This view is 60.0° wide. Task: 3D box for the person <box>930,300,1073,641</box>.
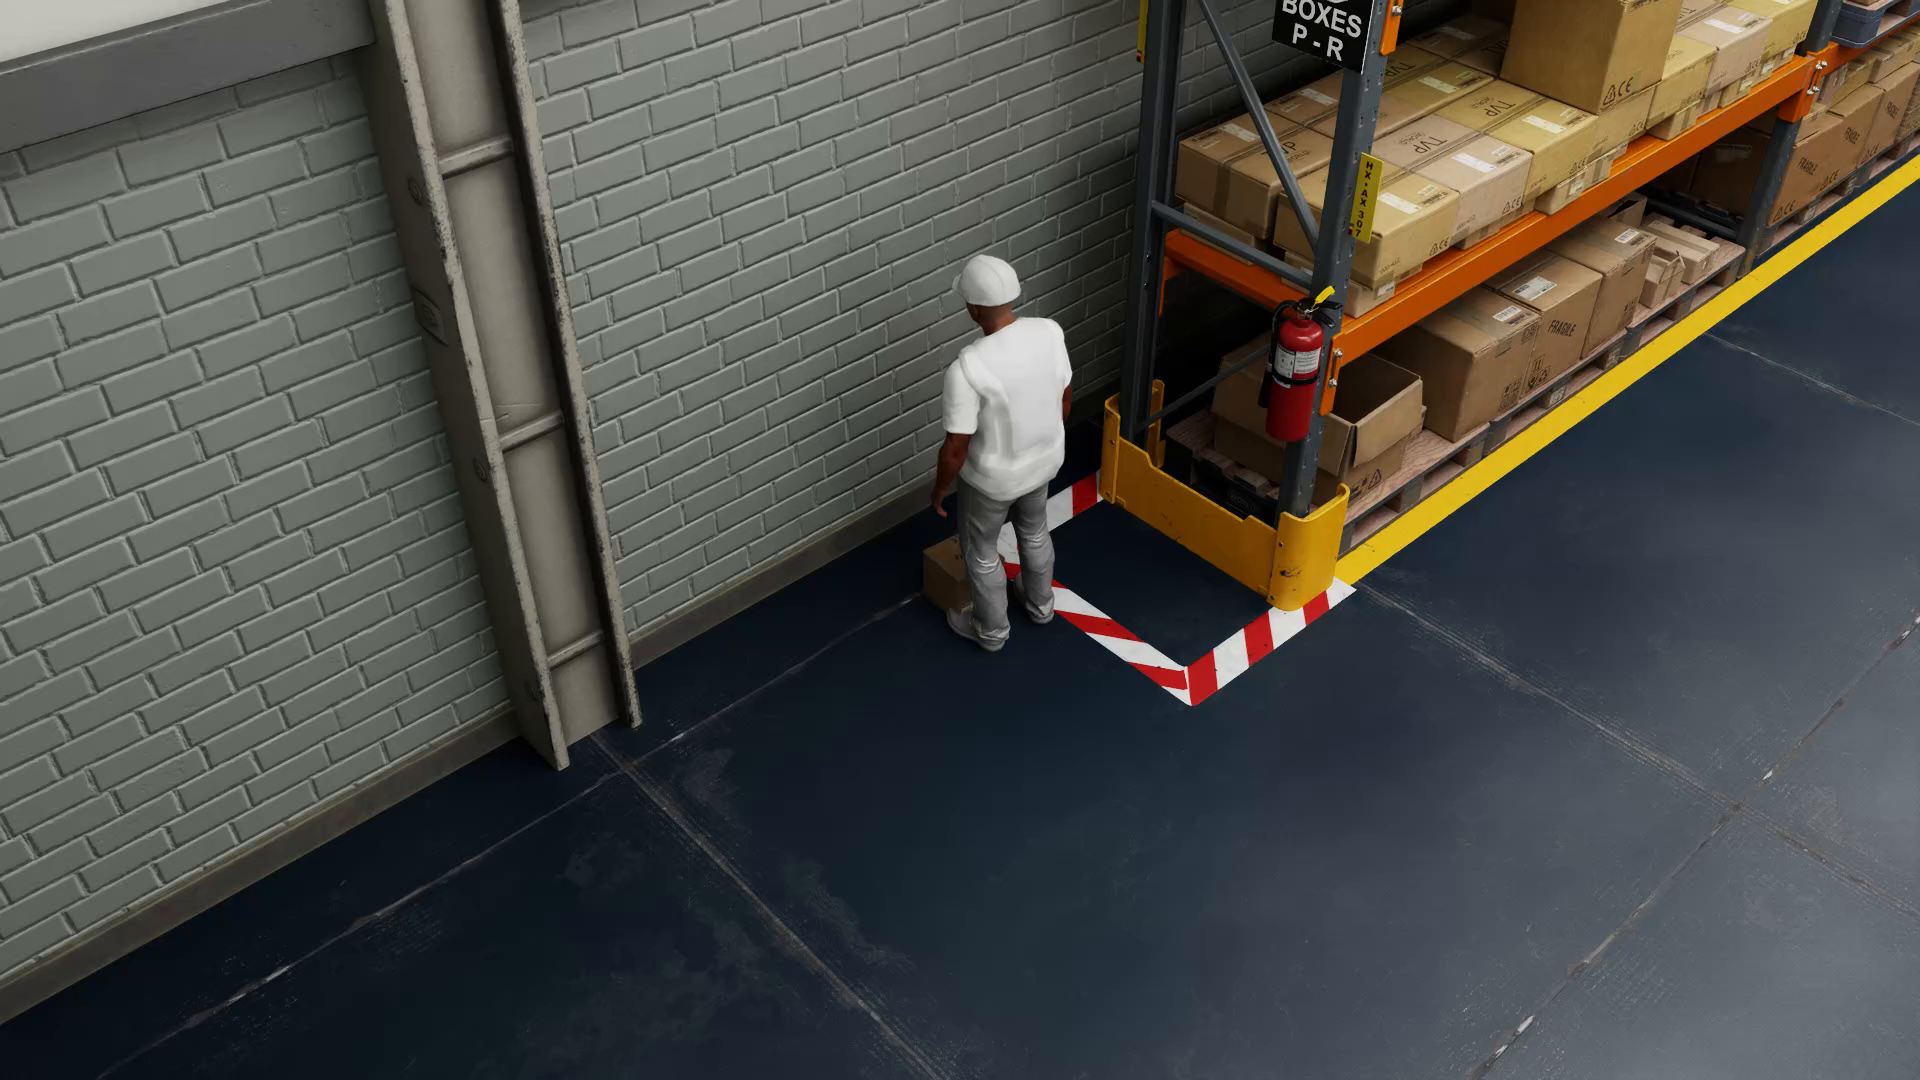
[{"bbox_3d":[0.158,-0.327,6.518,0.637,1.662,0.355,-26,46,-28],"label":"person"}]
